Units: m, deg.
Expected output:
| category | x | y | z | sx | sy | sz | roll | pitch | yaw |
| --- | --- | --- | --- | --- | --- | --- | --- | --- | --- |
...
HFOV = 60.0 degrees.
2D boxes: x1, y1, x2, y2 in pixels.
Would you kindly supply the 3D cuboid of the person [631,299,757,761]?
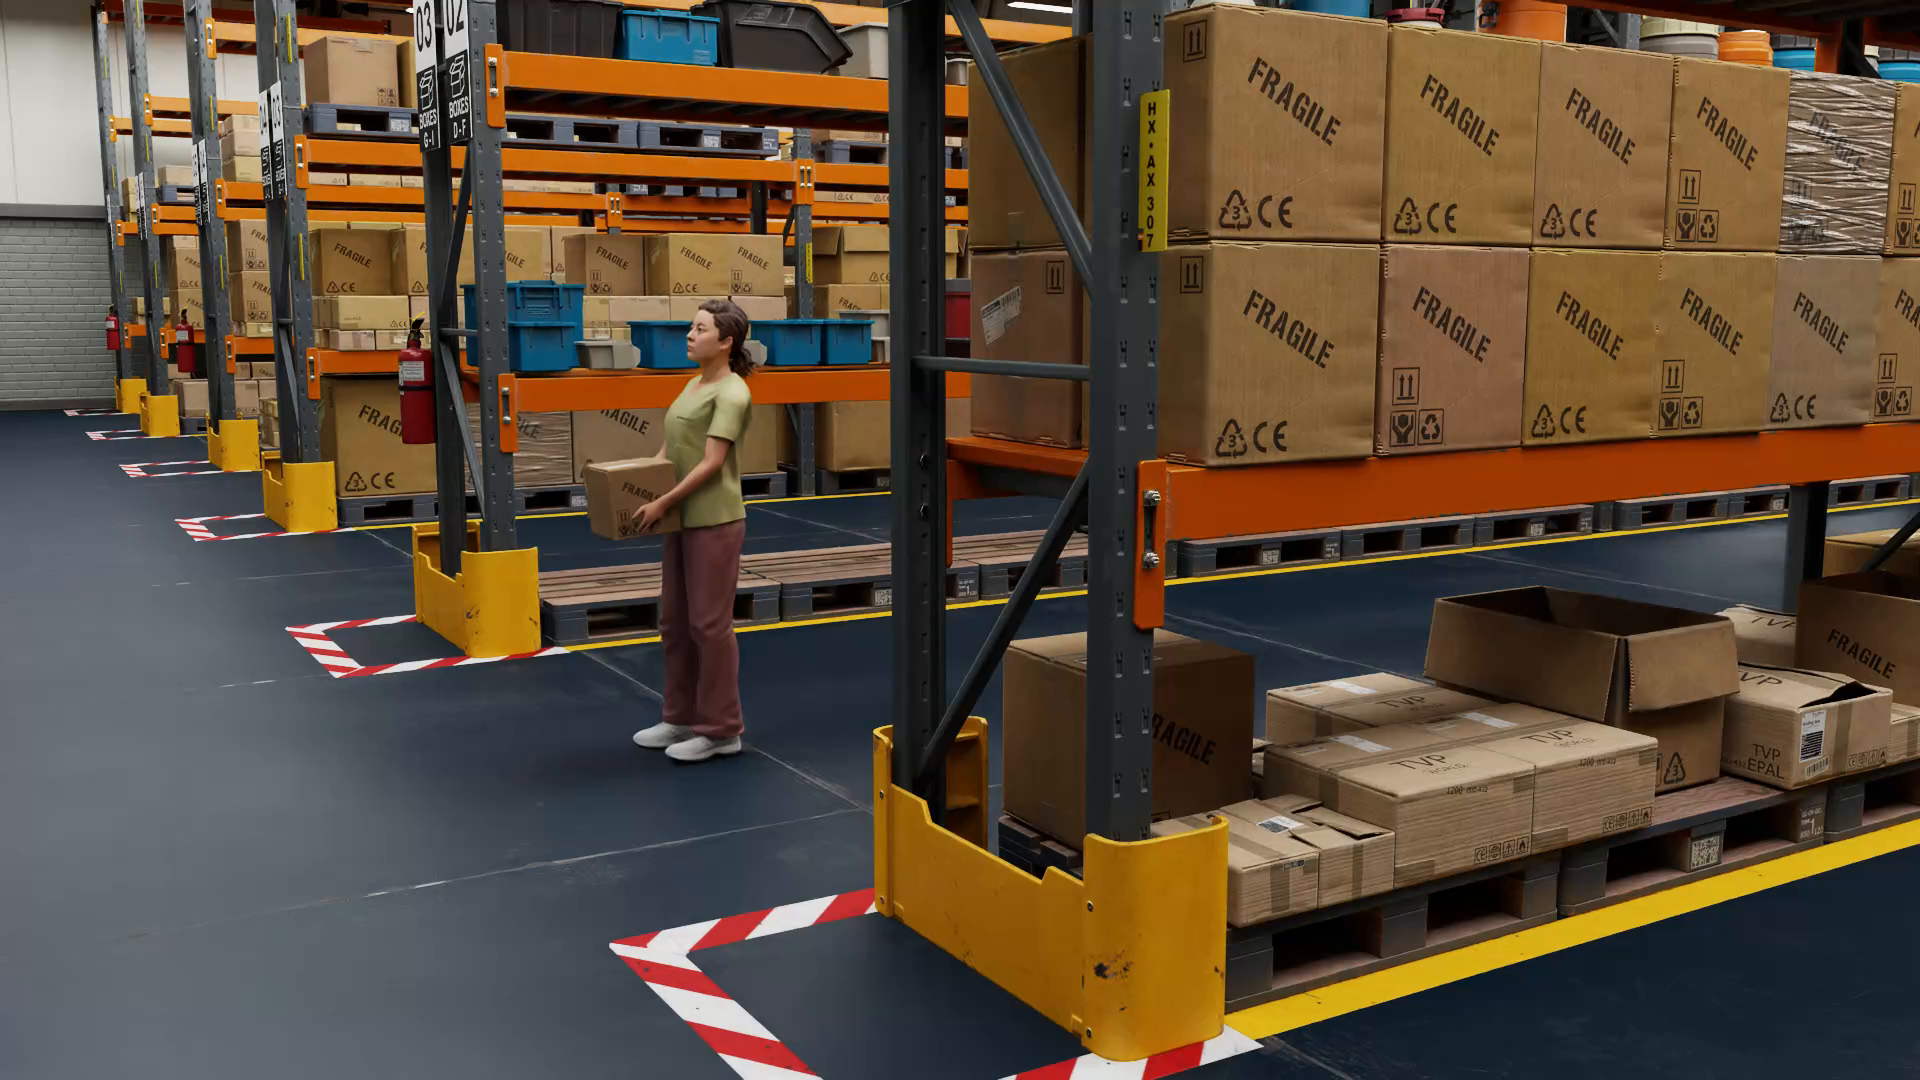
| category | x | y | z | sx | sy | sz | roll | pitch | yaw |
| --- | --- | --- | --- | --- | --- | --- | --- | --- | --- |
| person | -0.985 | -0.036 | 6.082 | 0.537 | 1.674 | 0.439 | -5 | 10 | -31 |
